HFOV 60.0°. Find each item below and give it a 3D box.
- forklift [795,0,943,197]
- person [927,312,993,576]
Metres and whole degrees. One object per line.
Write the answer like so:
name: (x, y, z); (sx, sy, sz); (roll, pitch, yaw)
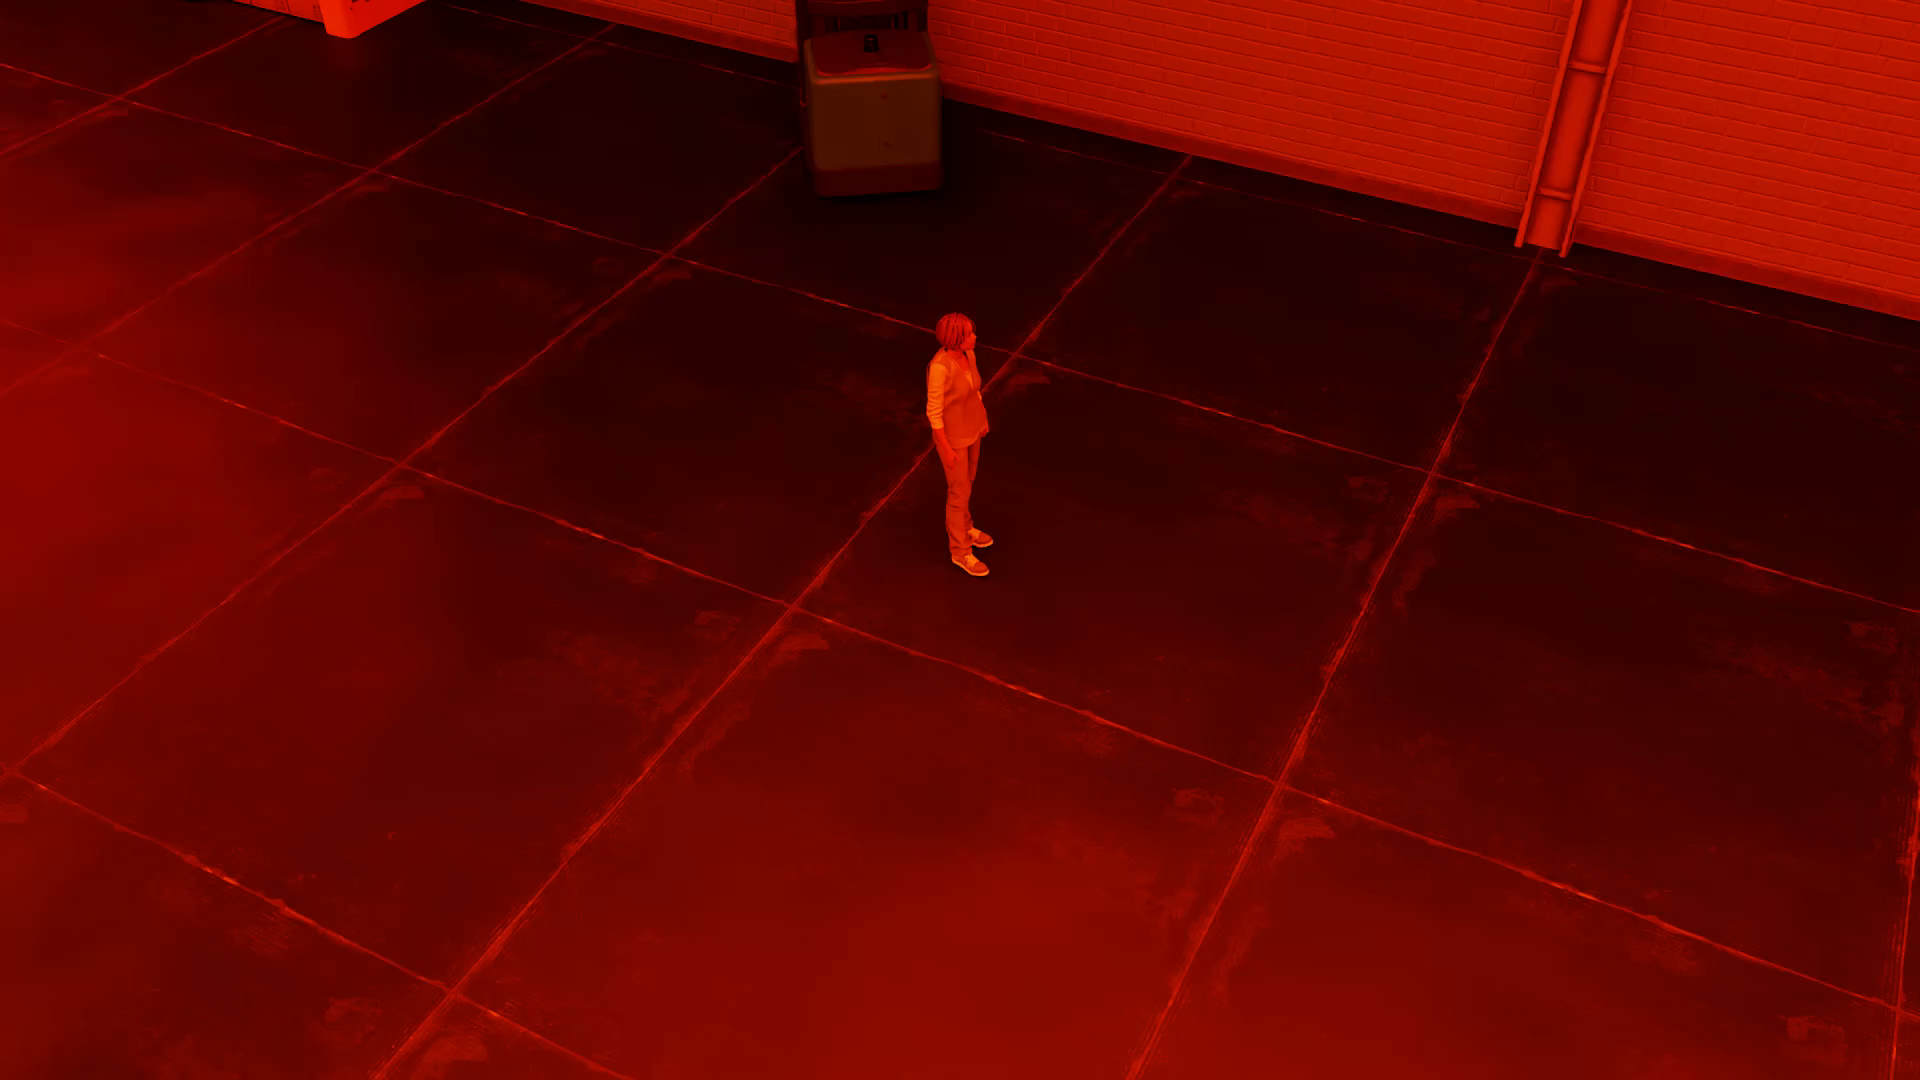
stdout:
forklift: (-0.850, -4.842, 13.736); (1.130, 2.935, 3.031); (-5, 40, -6)
person: (0.059, -0.586, 9.707); (0.475, 1.597, 0.520); (18, 43, 21)
